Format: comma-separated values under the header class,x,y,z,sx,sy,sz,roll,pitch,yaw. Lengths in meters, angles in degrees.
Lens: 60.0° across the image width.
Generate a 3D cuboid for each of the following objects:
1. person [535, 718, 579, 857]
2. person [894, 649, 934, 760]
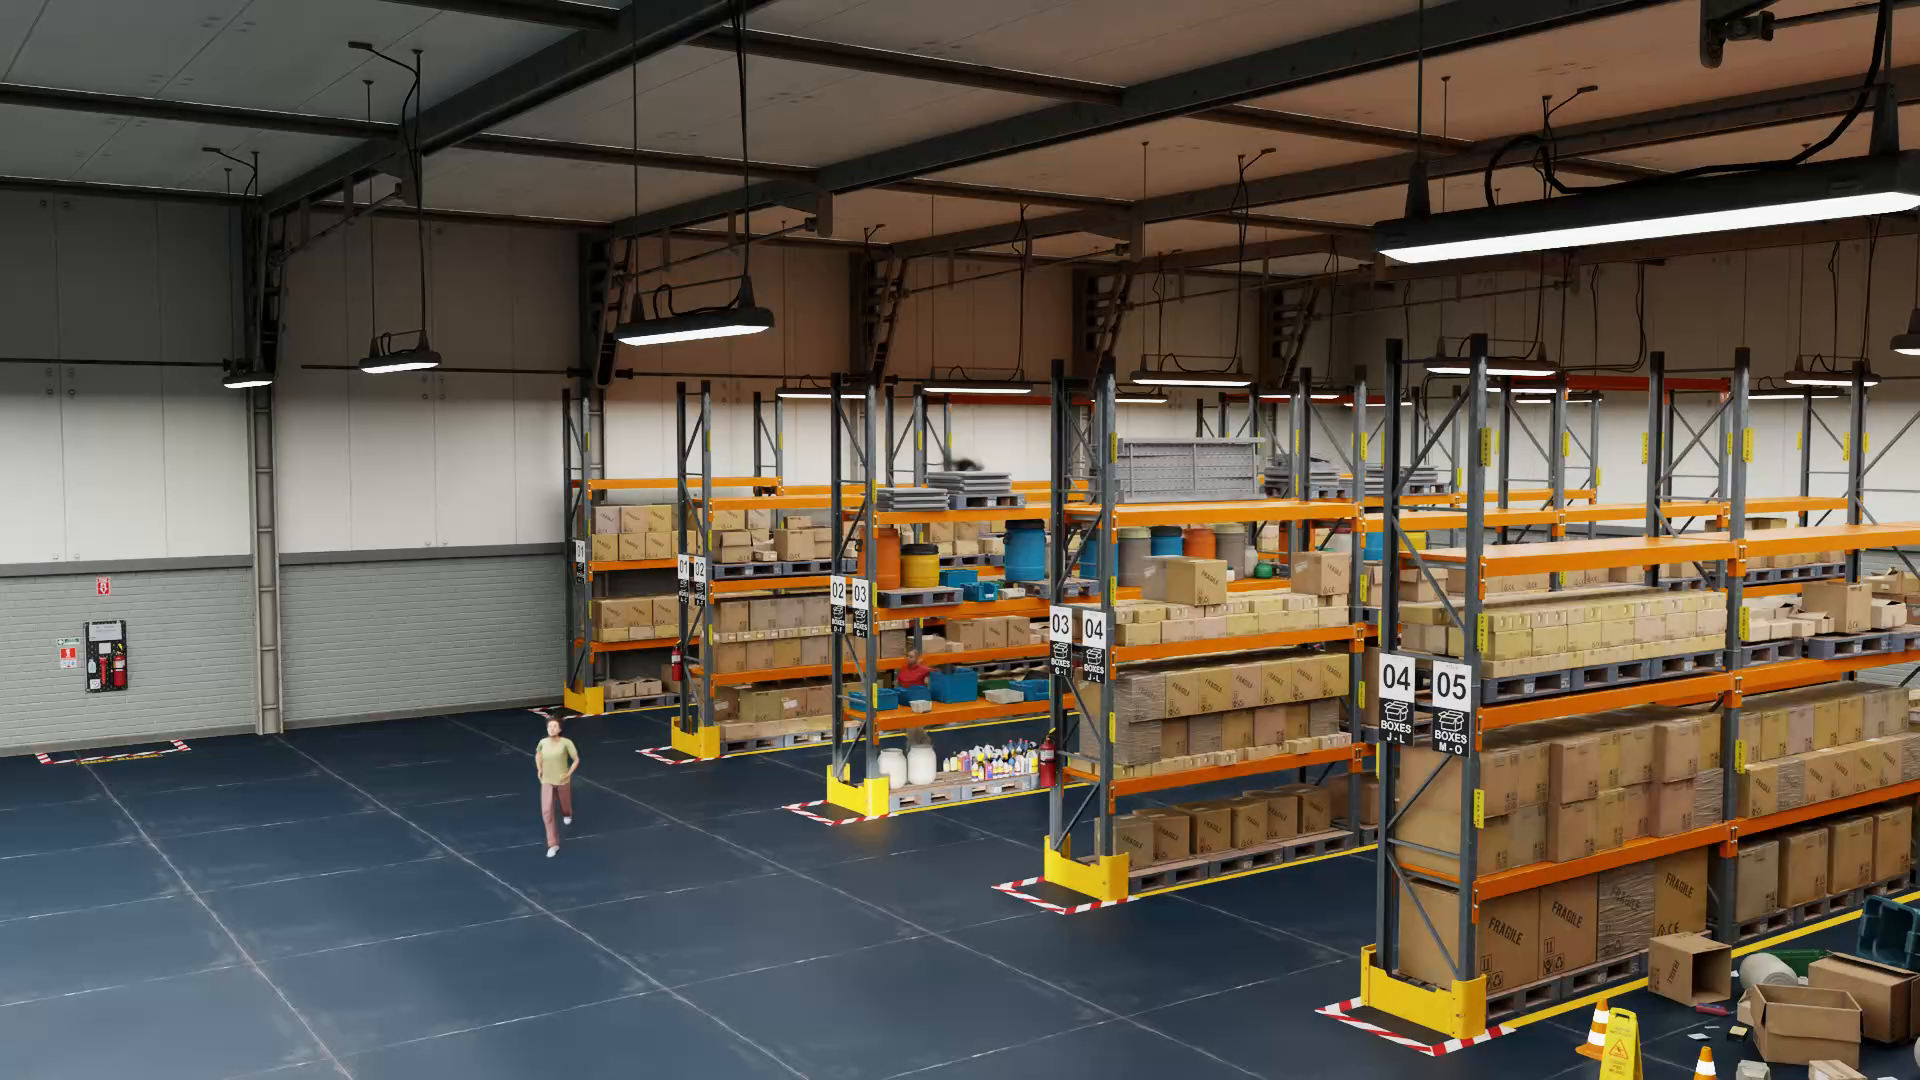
class,x,y,z,sx,sy,sz,roll,pitch,yaw
person,-5.031,3.034,20.750,0.560,1.653,0.996,0,4,-6
person,-0.695,2.595,25.947,0.664,1.793,0.847,4,5,44
